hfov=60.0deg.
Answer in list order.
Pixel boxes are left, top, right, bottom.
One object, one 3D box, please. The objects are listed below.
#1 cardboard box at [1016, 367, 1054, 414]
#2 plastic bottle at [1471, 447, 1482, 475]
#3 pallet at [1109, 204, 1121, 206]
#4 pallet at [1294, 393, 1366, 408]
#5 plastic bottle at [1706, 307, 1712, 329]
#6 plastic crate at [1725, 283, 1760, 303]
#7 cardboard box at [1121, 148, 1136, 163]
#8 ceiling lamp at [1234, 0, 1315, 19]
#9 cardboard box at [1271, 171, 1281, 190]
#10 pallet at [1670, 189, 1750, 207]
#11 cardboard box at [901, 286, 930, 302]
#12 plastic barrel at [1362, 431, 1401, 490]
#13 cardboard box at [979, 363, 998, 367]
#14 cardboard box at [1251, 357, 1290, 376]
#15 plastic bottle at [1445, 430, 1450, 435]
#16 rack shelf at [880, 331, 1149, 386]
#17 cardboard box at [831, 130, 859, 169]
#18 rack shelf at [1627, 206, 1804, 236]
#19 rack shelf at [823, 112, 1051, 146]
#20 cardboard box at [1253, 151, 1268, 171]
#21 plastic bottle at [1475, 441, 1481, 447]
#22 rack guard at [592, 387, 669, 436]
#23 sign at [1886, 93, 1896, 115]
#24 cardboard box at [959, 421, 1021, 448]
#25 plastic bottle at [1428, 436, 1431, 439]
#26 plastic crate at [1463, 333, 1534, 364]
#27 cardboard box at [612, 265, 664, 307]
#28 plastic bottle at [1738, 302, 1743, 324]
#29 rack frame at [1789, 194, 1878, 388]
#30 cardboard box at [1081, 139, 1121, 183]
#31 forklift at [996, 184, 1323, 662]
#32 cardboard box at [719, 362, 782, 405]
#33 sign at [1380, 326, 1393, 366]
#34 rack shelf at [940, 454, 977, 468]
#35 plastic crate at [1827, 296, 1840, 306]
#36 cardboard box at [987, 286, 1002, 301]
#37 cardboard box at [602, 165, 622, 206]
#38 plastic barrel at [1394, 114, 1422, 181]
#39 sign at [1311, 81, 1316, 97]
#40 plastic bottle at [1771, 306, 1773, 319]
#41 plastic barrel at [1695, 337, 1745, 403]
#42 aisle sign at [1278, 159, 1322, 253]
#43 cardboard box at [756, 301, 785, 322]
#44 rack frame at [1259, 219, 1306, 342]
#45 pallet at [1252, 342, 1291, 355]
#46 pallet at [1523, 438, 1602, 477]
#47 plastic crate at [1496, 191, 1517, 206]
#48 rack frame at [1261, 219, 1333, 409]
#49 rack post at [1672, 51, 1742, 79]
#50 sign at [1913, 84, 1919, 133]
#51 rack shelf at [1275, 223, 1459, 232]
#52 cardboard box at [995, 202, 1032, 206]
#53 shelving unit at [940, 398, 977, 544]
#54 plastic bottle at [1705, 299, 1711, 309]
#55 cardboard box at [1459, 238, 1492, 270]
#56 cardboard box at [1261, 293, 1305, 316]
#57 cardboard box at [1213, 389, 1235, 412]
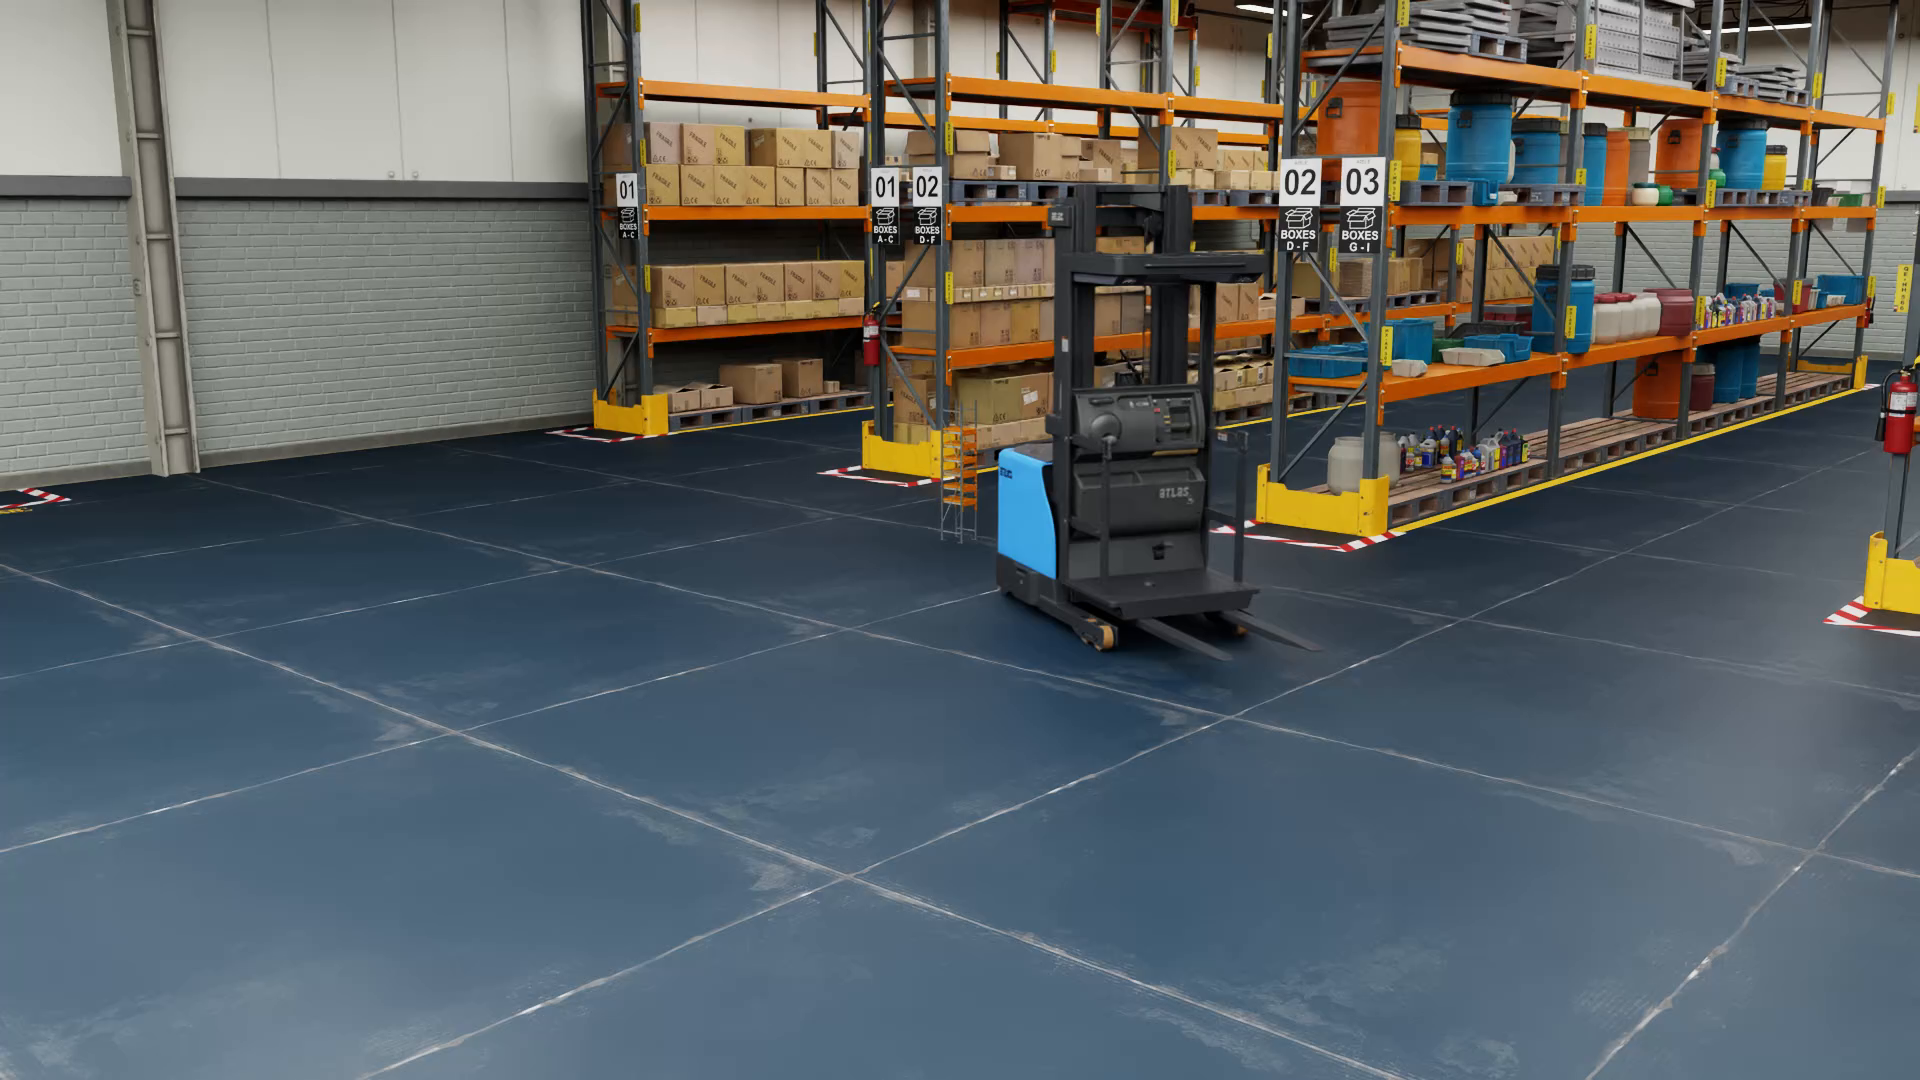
[{"bbox_3d":[0.990,-1.713,19.162,0.500,0.500,0.500,10,15,40],"label":"cardboard box"},{"bbox_3d":[5.052,-0.775,16.277,0.097,0.271,0.097,0,11,0],"label":"plastic bottle"},{"bbox_3d":[2.155,-5.679,27.809,1.003,0.211,1.213,11,16,43],"label":"pallet"},{"bbox_3d":[5.279,-2.132,24.344,1.003,0.211,1.213,10,15,40],"label":"pallet"},{"bbox_3d":[9.310,-2.782,20.799,0.152,0.276,0.135,10,15,40],"label":"plastic bottle"},{"bbox_3d":[11.168,-3.476,23.844,0.392,0.384,0.575,10,15,40],"label":"plastic crate"},{"bbox_3d":[2.642,-6.530,28.296,0.500,0.250,0.500,9,15,39],"label":"cardboard box"},{"bbox_3d":[5.231,-9.941,26.106,0.800,3.185,2.000,10,15,40],"label":"ceiling lamp"},{"bbox_3d":[4.168,-4.844,22.457,0.500,0.250,0.500,10,15,42],"label":"cardboard box"},{"bbox_3d":[9.054,-4.231,20.562,1.003,0.211,1.213,10,15,40],"label":"pallet"},{"bbox_3d":[-0.414,-2.665,17.984,0.380,0.149,0.250,9,15,39],"label":"cardboard box"},{"bbox_3d":[3.903,-0.742,15.550,0.421,0.512,0.421,0,11,0],"label":"plastic barrel"},{"bbox_3d":[0.170,-2.850,26.083,0.700,0.500,0.500,10,15,40],"label":"cardboard box"},{"bbox_3d":[4.259,-2.340,22.787,0.500,0.311,0.500,9,15,39],"label":"cardboard box"},{"bbox_3d":[5.103,-1.003,17.407,0.152,0.276,0.135,10,15,42],"label":"plastic bottle"},{"bbox_3d":[0.797,-2.159,19.197,1.077,0.370,4.000,10,15,40],"label":"rack shelf"},{"bbox_3d":[-1.733,-5.357,22.855,0.500,0.500,0.500,8,14,36],"label":"cardboard box"},{"bbox_3d":[9.796,-4.166,21.587,1.077,0.370,4.000,10,15,40],"label":"rack shelf"},{"bbox_3d":[-0.286,-6.133,24.799,1.077,0.370,4.000,10,15,40],"label":"rack shelf"},{"bbox_3d":[5.360,-6.938,30.772,0.500,0.500,0.500,9,14,38],"label":"cardboard box"},{"bbox_3d":[5.193,-0.850,16.620,0.061,0.283,0.133,10,15,40],"label":"plastic bottle"},{"bbox_3d":[-4.197,-1.642,21.158,1.175,0.500,0.348,10,15,40],"label":"rack guard"},{"bbox_3d":[14.181,-6.645,25.330,0.100,0.325,0.005,10,15,40],"label":"sign"},{"bbox_3d":[0.325,-1.199,18.503,0.500,0.250,0.500,10,15,40],"label":"cardboard box"},{"bbox_3d":[4.797,-0.923,17.017,0.097,0.271,0.097,0,11,0],"label":"plastic bottle"},{"bbox_3d":[5.309,-1.894,16.414,0.499,0.251,0.616,10,15,40],"label":"plastic crate"},{"bbox_3d":[-4.095,-3.258,21.281,0.500,0.500,0.500,10,15,40],"label":"cardboard box"},{"bbox_3d":[10.165,-2.963,21.685,0.061,0.283,0.133,10,15,40],"label":"plastic bottle"},{"bbox_3d":[13.757,-3.930,26.230,1.000,3.000,0.127,10,15,40],"label":"rack frame"},{"bbox_3d":[1.586,-4.560,20.041,0.500,0.500,0.500,-11,15,-43],"label":"cardboard box"},{"bbox_3d":[1.280,-0.821,10.838,1.130,2.935,3.031,-4,12,-21],"label":"forklift"},{"bbox_3d":[-2.824,-2.122,22.438,0.700,0.500,0.500,9,14,37],"label":"cardboard box"},{"bbox_3d":[3.605,-1.640,14.057,0.100,0.325,0.005,10,15,40],"label":"sign"},{"bbox_3d":[-0.010,-0.660,14.068,0.258,0.103,0.180,10,15,40],"label":"rack shelf"},{"bbox_3d":[13.152,-3.646,25.328,0.396,0.136,0.243,10,15,40],"label":"plastic crate"},{"bbox_3d":[0.235,-2.690,18.108,0.380,0.149,0.250,10,15,41],"label":"cardboard box"},{"bbox_3d":[-4.162,-4.481,21.023,0.500,0.500,0.500,-11,16,-43],"label":"cardboard box"},{"bbox_3d":[3.852,-3.529,15.012,0.600,0.588,0.600,0,11,0],"label":"plastic barrel"},{"bbox_3d":[6.713,-8.578,31.594,0.100,0.325,0.005,10,15,40],"label":"sign"},{"bbox_3d":[11.043,-3.124,22.700,0.097,0.201,0.097,0,11,0],"label":"plastic bottle"},{"bbox_3d":[10.277,-2.337,22.536,0.600,0.901,0.708,10,15,40],"label":"plastic barrel"},{"bbox_3d":[2.924,-2.879,14.328,0.394,0.787,0.004,10,15,40],"label":"aisle sign"},{"bbox_3d":[-2.678,-3.050,22.157,0.500,0.250,0.500,10,15,41],"label":"cardboard box"},{"bbox_3d":[6.315,-5.211,32.643,1.000,3.000,0.127,10,15,40],"label":"rack frame"},{"bbox_3d":[5.846,-3.716,32.276,1.003,0.211,1.213,10,15,40],"label":"pallet"},{"bbox_3d":[6.325,-0.918,18.267,1.003,0.211,1.213,10,15,40],"label":"pallet"},{"bbox_3d":[5.080,-3.218,15.678,0.243,0.136,0.396,10,15,40],"label":"plastic crate"},{"bbox_3d":[4.757,-3.394,23.546,1.000,3.000,0.127,10,15,40],"label":"rack frame"},{"bbox_3d":[8.923,-5.770,20.317,0.954,0.300,0.937,10,15,40],"label":"rack post"},{"bbox_3d":[6.512,-2.916,11.231,0.100,0.325,0.005,10,15,40],"label":"sign"},{"bbox_3d":[6.078,-4.806,24.796,1.077,0.370,4.000,10,15,40],"label":"rack shelf"},{"bbox_3d":[0.762,-5.330,25.758,0.500,0.311,0.500,10,15,40],"label":"cardboard box"},{"bbox_3d":[-0.010,-0.586,14.083,0.258,1.200,0.189,10,15,40],"label":"shelving unit"},{"bbox_3d":[10.028,-3.106,22.420,0.152,0.276,0.135,10,15,40],"label":"plastic bottle"},{"bbox_3d":[8.261,-4.631,26.930,0.500,0.500,0.500,9,15,39],"label":"cardboard box"},{"bbox_3d":[4.485,-3.302,23.315,0.500,0.311,0.500,11,16,44],"label":"cardboard box"},{"bbox_3d":[3.248,-1.842,21.723,0.500,0.250,0.500,9,15,39],"label":"cardboard box"}]
